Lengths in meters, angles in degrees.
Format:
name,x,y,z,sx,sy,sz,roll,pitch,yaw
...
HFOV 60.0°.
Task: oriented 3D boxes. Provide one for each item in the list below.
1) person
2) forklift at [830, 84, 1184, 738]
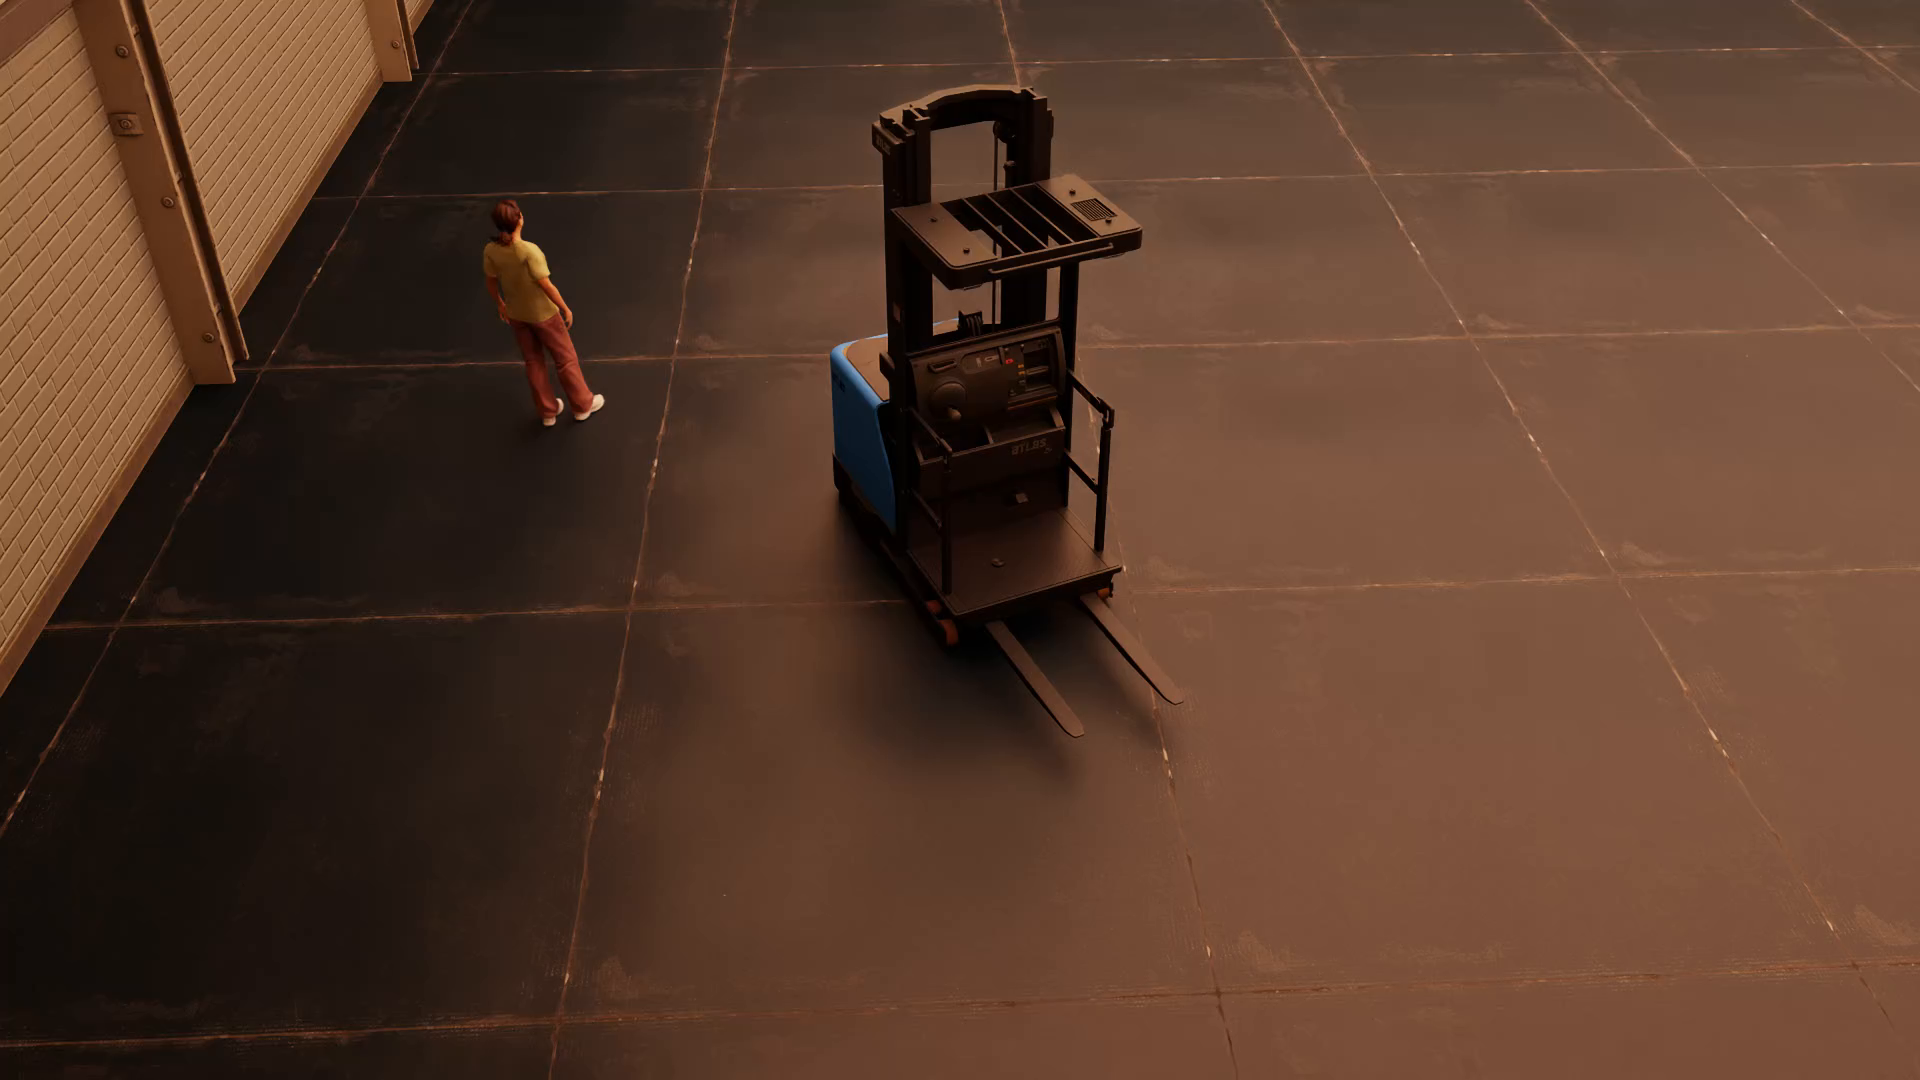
name,x,y,z,sx,sy,sz,roll,pitch,yaw
person,-2.841,-1.551,11.199,0.553,1.677,0.547,10,37,13
forklift,0.258,-0.860,9.192,1.130,2.935,3.031,-15,39,-20
